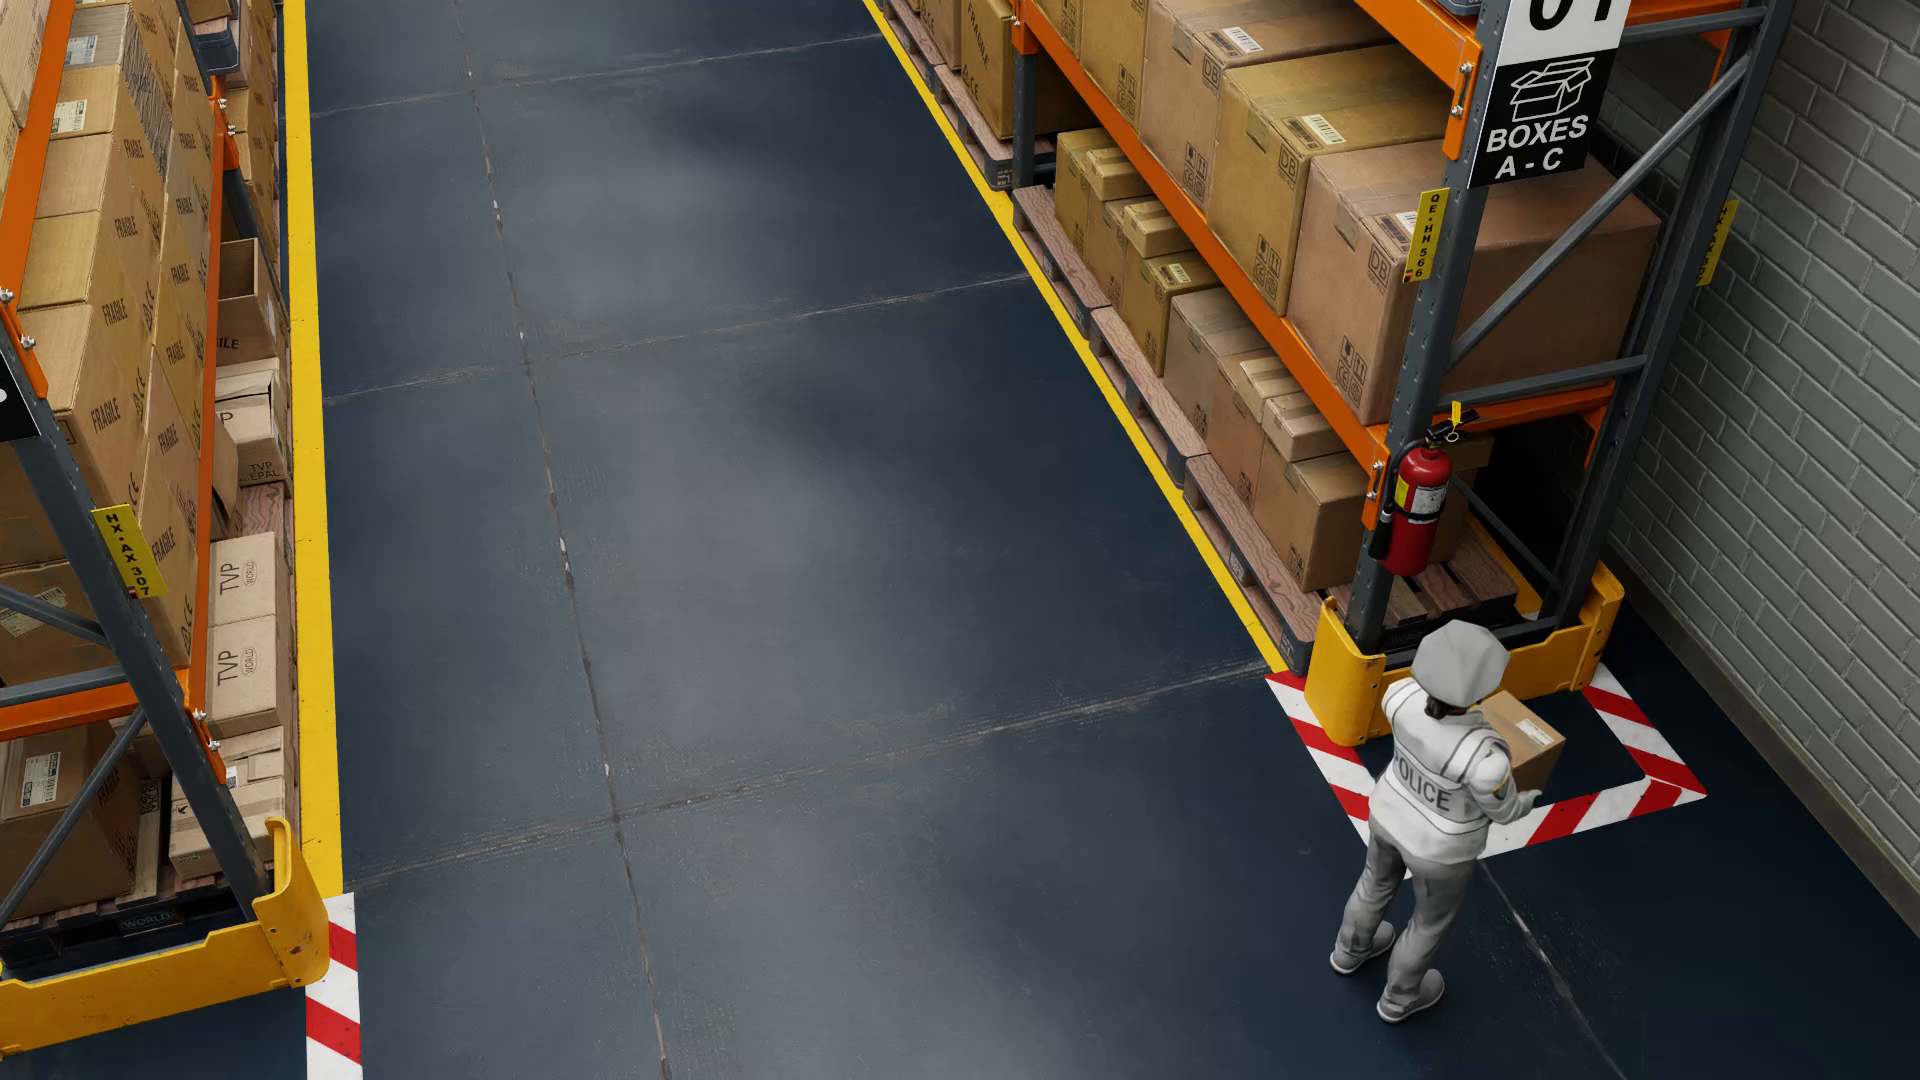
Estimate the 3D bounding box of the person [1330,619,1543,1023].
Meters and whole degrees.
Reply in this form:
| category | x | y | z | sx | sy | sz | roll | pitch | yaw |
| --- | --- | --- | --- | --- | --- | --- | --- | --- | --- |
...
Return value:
| category | x | y | z | sx | sy | sz | roll | pitch | yaw |
| --- | --- | --- | --- | --- | --- | --- | --- | --- | --- |
| person | 1.519 | 0.860 | 5.206 | 0.539 | 1.690 | 0.456 | -25 | 48 | -25 |
